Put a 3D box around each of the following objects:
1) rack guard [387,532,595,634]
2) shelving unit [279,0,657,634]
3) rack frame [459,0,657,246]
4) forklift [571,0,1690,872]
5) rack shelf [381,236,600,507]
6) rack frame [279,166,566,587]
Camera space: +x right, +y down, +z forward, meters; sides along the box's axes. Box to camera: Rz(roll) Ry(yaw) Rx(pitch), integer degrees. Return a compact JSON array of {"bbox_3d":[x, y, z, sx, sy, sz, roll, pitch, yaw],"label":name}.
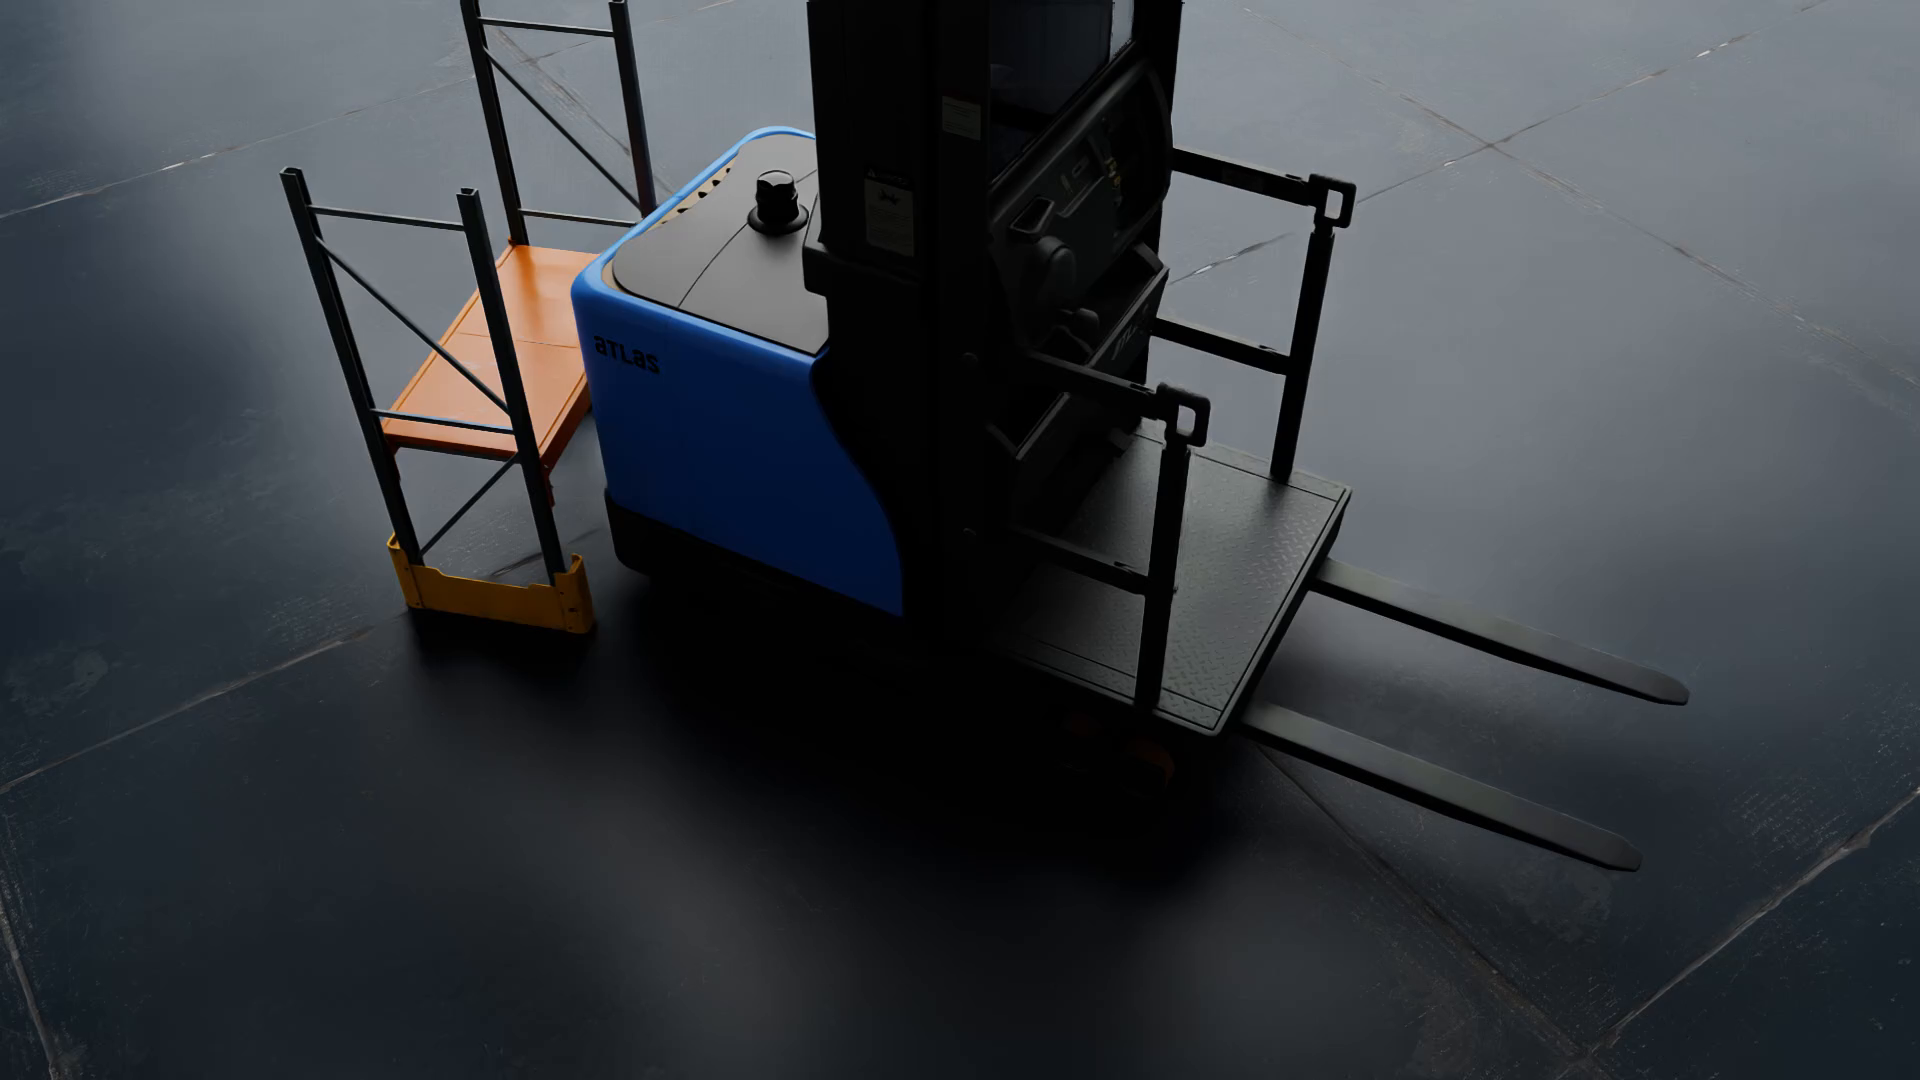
[{"bbox_3d":[-1.389,0.122,4.941,0.587,0.250,0.087,8,44,9],"label":"rack guard"},{"bbox_3d":[-1.287,-0.666,4.862,0.587,1.500,1.083,8,44,9],"label":"shelving unit"},{"bbox_3d":[-1.184,-1.004,5.215,0.500,1.500,0.032,8,44,9],"label":"rack frame"},{"bbox_3d":[0.484,-0.783,3.948,3.031,2.935,1.130,20,47,20],"label":"forklift"},{"bbox_3d":[-1.288,-0.530,4.980,0.538,0.185,1.000,8,44,9],"label":"rack shelf"},{"bbox_3d":[-1.393,-0.317,4.496,0.500,1.500,0.032,8,44,9],"label":"rack frame"}]
